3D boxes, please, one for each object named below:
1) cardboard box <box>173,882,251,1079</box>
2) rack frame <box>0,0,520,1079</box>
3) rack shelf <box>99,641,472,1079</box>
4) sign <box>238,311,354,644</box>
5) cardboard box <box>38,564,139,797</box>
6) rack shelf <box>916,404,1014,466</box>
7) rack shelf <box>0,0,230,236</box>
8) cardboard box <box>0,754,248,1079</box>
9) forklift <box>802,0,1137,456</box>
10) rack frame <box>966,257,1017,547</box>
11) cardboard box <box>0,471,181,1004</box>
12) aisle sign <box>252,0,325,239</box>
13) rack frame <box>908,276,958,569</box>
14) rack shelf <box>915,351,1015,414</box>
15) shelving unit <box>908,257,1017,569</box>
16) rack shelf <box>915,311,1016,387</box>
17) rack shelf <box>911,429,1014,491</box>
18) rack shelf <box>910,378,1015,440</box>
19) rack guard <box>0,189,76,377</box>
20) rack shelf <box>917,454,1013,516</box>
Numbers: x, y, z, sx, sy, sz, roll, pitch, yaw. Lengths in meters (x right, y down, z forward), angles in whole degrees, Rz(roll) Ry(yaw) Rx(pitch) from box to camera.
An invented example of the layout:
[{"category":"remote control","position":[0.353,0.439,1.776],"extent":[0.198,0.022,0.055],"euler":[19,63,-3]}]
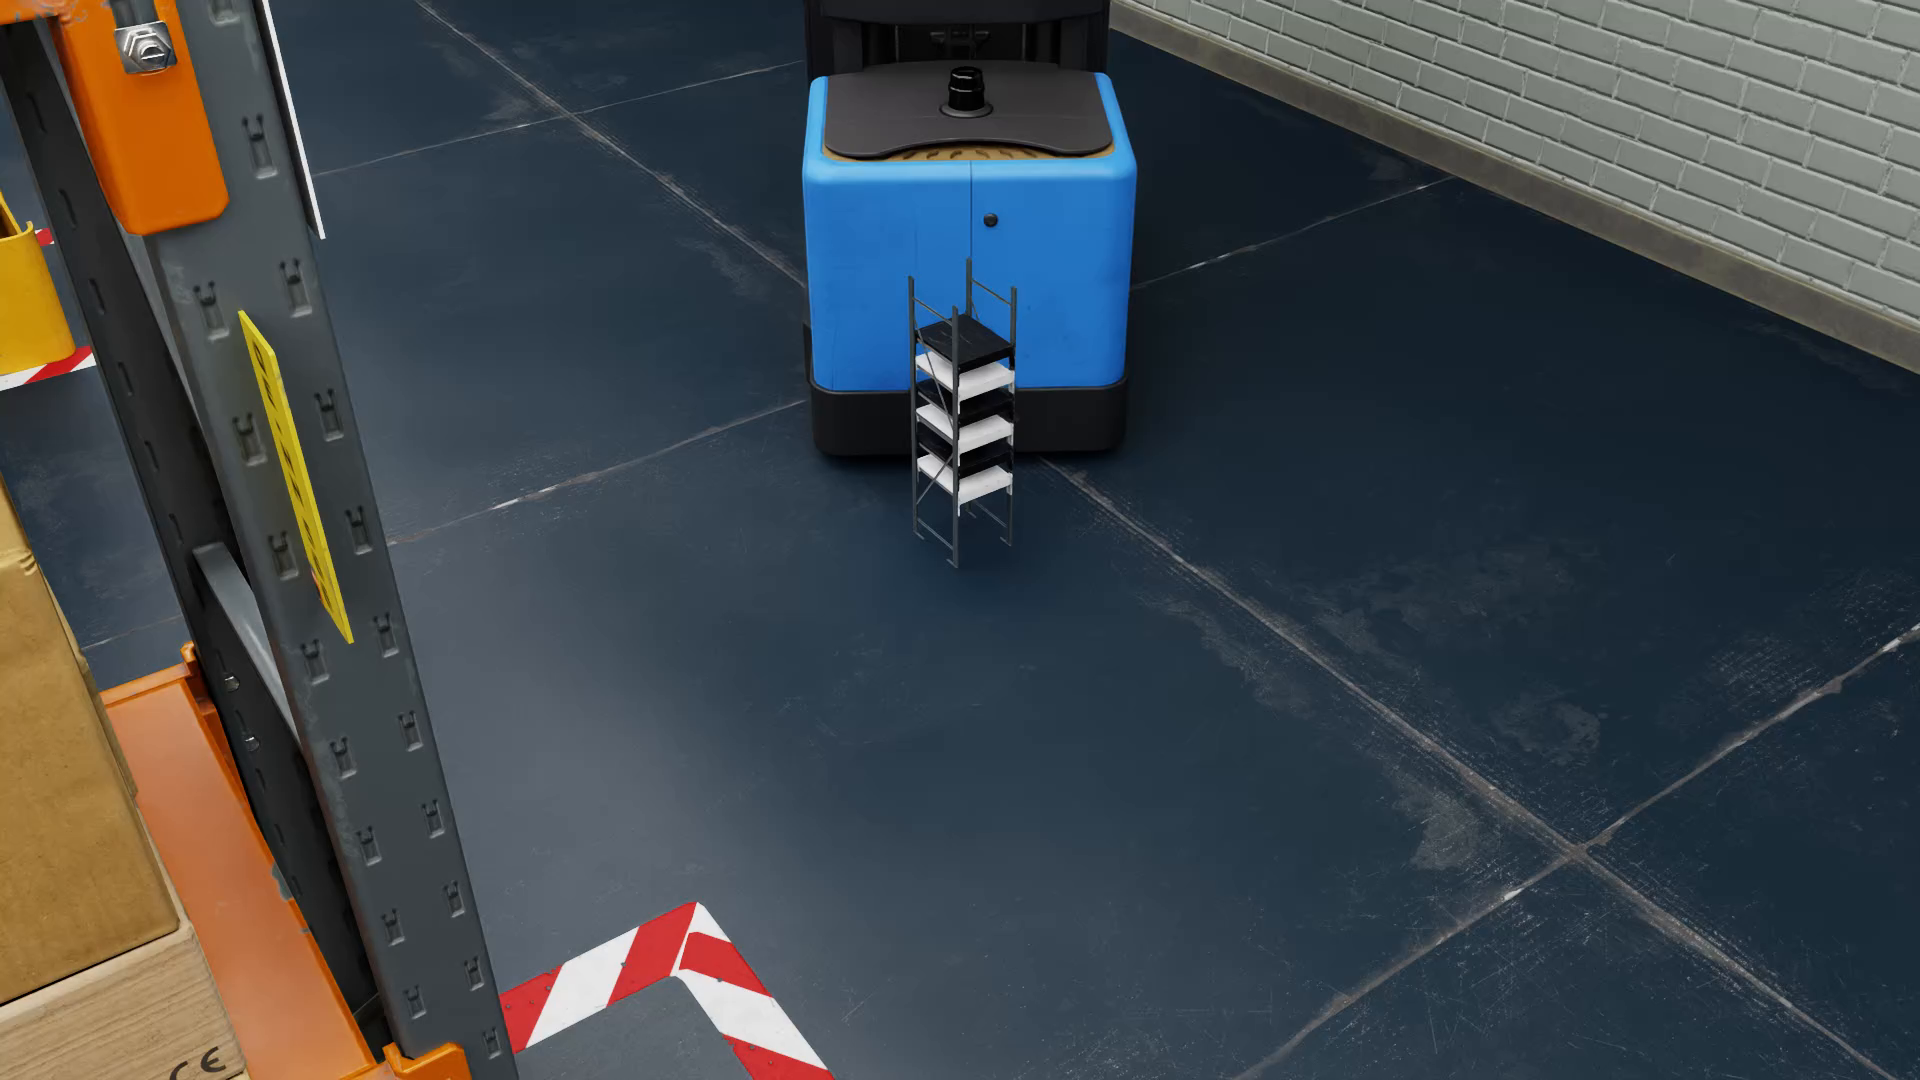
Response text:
[{"category":"cardboard box","position":[-1.024,0.628,2.022],"extent":[0.250,0.149,0.380],"euler":[-22,41,-27]},{"category":"rack frame","position":[-0.921,0.251,2.332],"extent":[0.053,2.616,0.949],"euler":[-22,41,-28]},{"category":"rack shelf","position":[-2.558,1.214,1.609],"extent":[4.000,0.370,1.077],"euler":[-22,41,-28]},{"category":"sign","position":[-0.622,-0.053,1.560],"extent":[0.005,0.325,0.100],"euler":[-22,41,-28]},{"category":"cardboard box","position":[-1.471,0.222,2.246],"extent":[0.500,0.250,0.500],"euler":[-24,42,-29]},{"category":"rack shelf","position":[0.007,-0.341,5.011],"extent":[0.200,0.077,0.258],"euler":[-22,41,-28]},{"category":"rack shelf","position":[-2.558,-0.004,0.733],"extent":[4.000,0.370,1.077],"euler":[-22,41,-28]},{"category":"cardboard box","position":[-1.166,0.479,1.888],"extent":[0.500,0.250,0.500],"euler":[-23,42,-29]},{"category":"forklift","position":[-0.022,-2.303,5.941],"extent":[1.130,2.935,3.031],"euler":[-1,36,-2]},{"category":"rack frame","position":[0.090,-0.402,5.039],"extent":[0.006,0.900,0.240],"euler":[-22,41,-28]},{"category":"cardboard box","position":[-1.170,0.174,1.670],"extent":[0.500,0.500,0.500],"euler":[-22,41,-27]},{"category":"aisle sign","position":[-0.691,-0.687,1.410],"extent":[0.004,0.787,0.394],"euler":[-22,41,-28]},{"category":"rack frame","position":[-0.076,-0.334,4.943],"extent":[0.006,0.900,0.240],"euler":[-22,41,-28]},{"category":"rack shelf","position":[0.007,-0.487,4.905],"extent":[0.200,0.077,0.258],"euler":[-22,41,-28]},{"category":"shelving unit","position":[0.007,-0.368,4.991],"extent":[0.210,0.900,0.258],"euler":[-22,41,-28]},{"category":"rack shelf","position":[0.007,-0.560,4.853],"extent":[0.200,0.077,0.258],"euler":[-22,41,-28]},{"category":"rack shelf","position":[0.007,-0.268,5.063],"extent":[0.200,0.077,0.258],"euler":[-22,41,-28]},{"category":"rack shelf","position":[0.007,-0.414,4.958],"extent":[0.200,0.077,0.258],"euler":[-22,41,-28]},{"category":"rack guard","position":[-3.764,-1.114,6.371],"extent":[0.348,0.500,1.175],"euler":[-22,41,-28]},{"category":"rack shelf","position":[0.007,-0.195,5.116],"extent":[0.200,0.077,0.258],"euler":[-22,41,-28]}]
